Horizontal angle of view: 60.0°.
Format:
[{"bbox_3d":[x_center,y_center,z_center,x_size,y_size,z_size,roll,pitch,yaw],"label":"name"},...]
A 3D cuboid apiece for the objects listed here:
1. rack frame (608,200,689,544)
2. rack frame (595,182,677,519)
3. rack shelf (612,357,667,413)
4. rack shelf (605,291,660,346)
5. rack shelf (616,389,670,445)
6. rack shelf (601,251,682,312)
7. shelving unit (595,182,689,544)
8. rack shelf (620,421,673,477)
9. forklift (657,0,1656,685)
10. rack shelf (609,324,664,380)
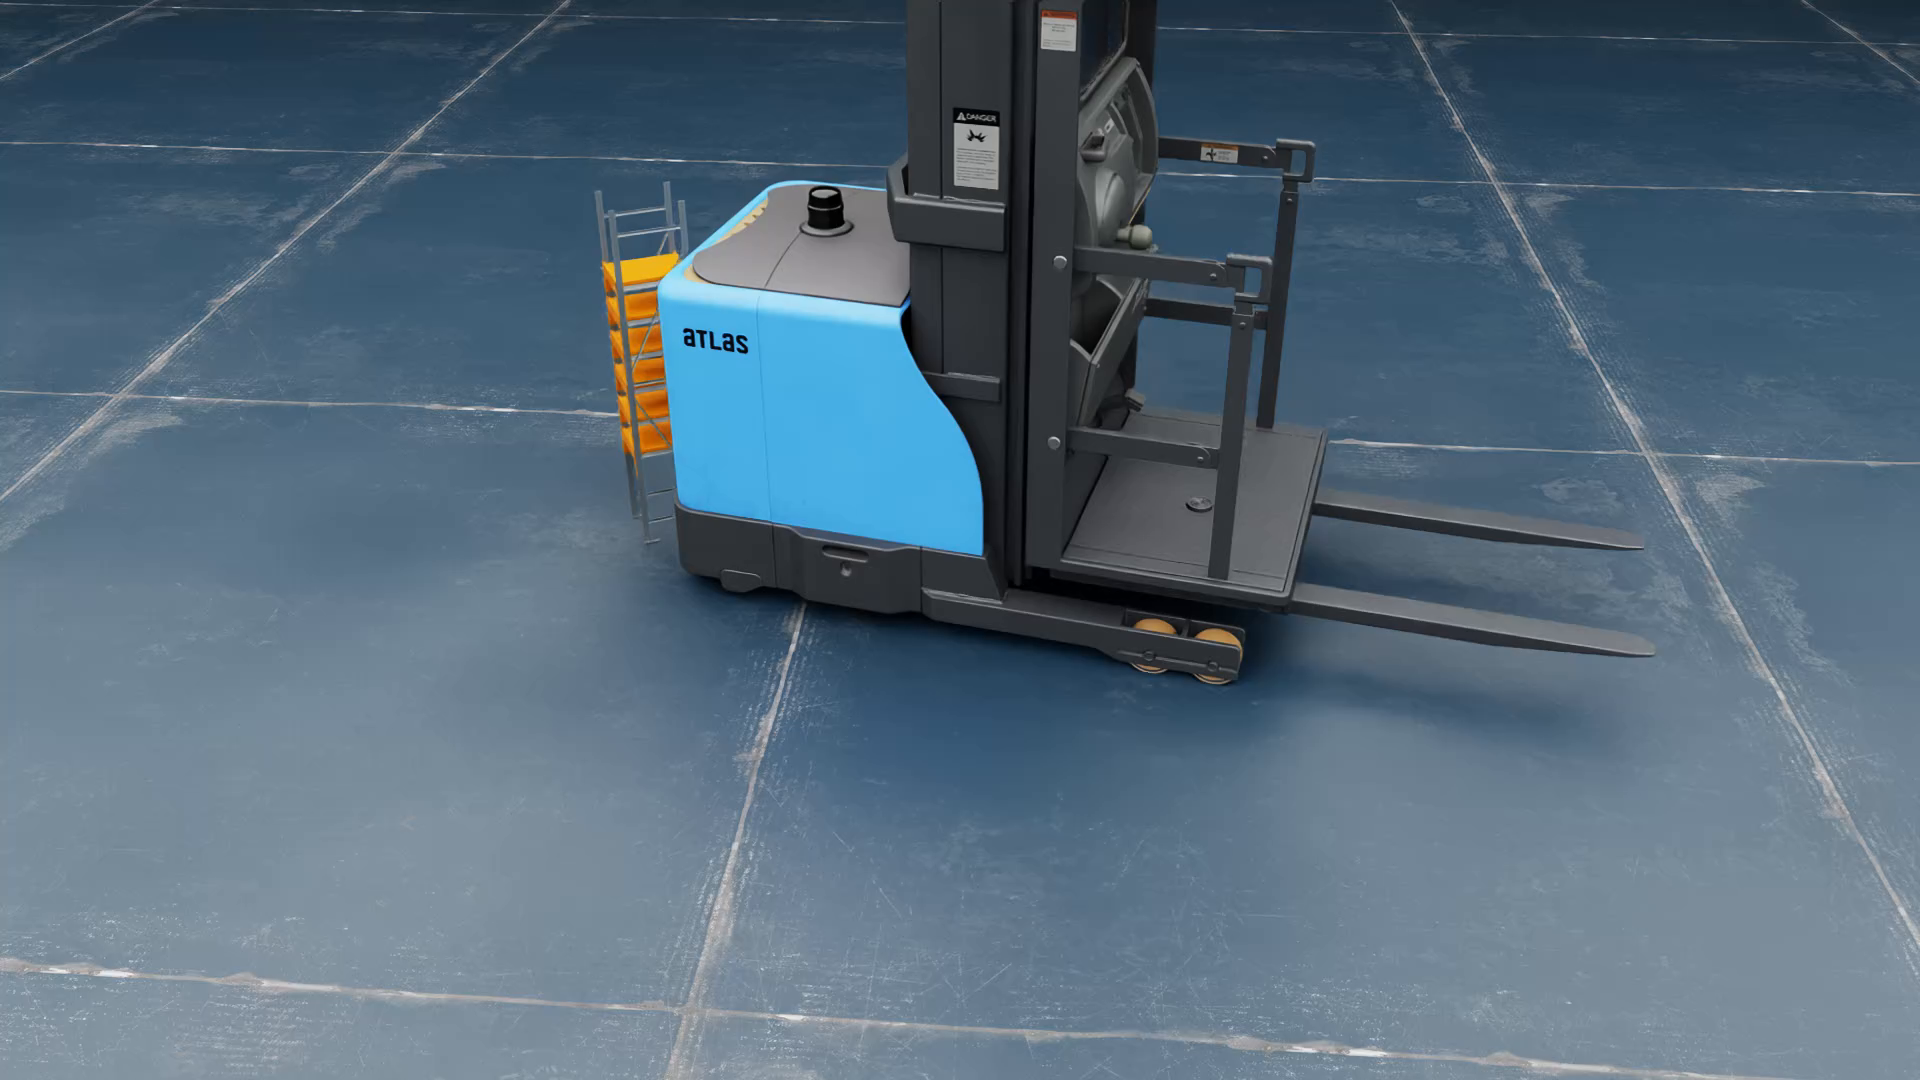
[{"bbox_3d":[-0.972,-0.523,5.453,0.240,1.200,0.006,-12,34,-20],"label":"rack frame"},{"bbox_3d":[-1.044,-0.611,5.596,0.240,1.200,0.006,-12,34,-20],"label":"rack frame"},{"bbox_3d":[-1.008,-0.529,5.548,0.258,0.103,0.180,-12,34,-20],"label":"rack shelf"},{"bbox_3d":[-1.007,-0.733,5.422,0.258,0.103,0.180,-12,34,-20],"label":"rack shelf"},{"bbox_3d":[-1.009,-0.427,5.611,0.258,0.103,0.180,-12,34,-20],"label":"rack shelf"},{"bbox_3d":[-1.006,-0.836,5.360,0.258,0.103,0.180,-12,34,-20],"label":"rack shelf"},{"bbox_3d":[-1.008,-0.567,5.525,0.258,1.200,0.189,-12,34,-20],"label":"shelving unit"},{"bbox_3d":[-1.009,-0.324,5.673,0.258,0.103,0.180,-12,34,-20],"label":"rack shelf"},{"bbox_3d":[0.648,-1.122,4.777,3.031,2.935,1.130,9,33,14],"label":"forklift"},{"bbox_3d":[-1.008,-0.631,5.485,0.258,0.103,0.180,-12,34,-20],"label":"rack shelf"}]
